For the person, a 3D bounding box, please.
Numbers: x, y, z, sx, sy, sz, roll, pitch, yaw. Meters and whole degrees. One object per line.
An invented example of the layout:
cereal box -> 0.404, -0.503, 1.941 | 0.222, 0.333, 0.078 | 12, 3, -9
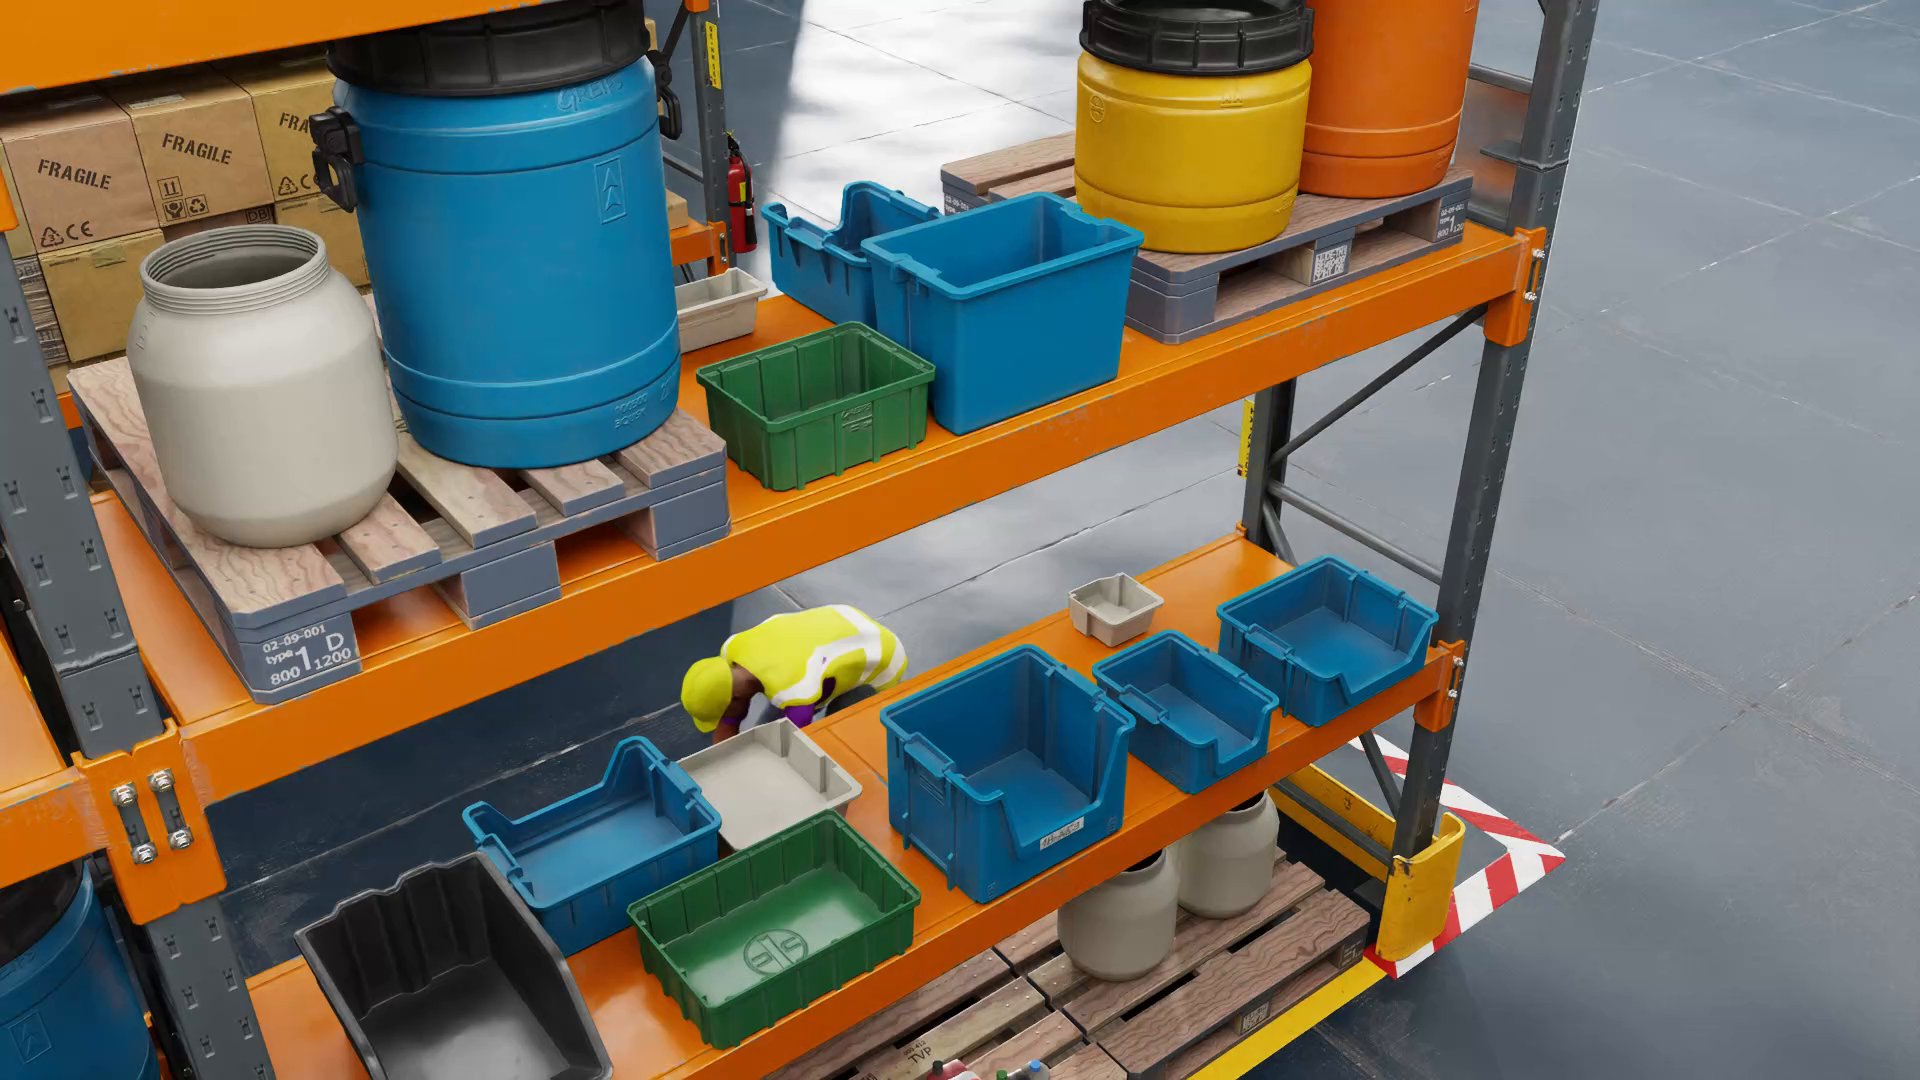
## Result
person -> -0.647, 0.763, 6.576 | 0.966, 1.041, 0.513 | -24, 39, -33
